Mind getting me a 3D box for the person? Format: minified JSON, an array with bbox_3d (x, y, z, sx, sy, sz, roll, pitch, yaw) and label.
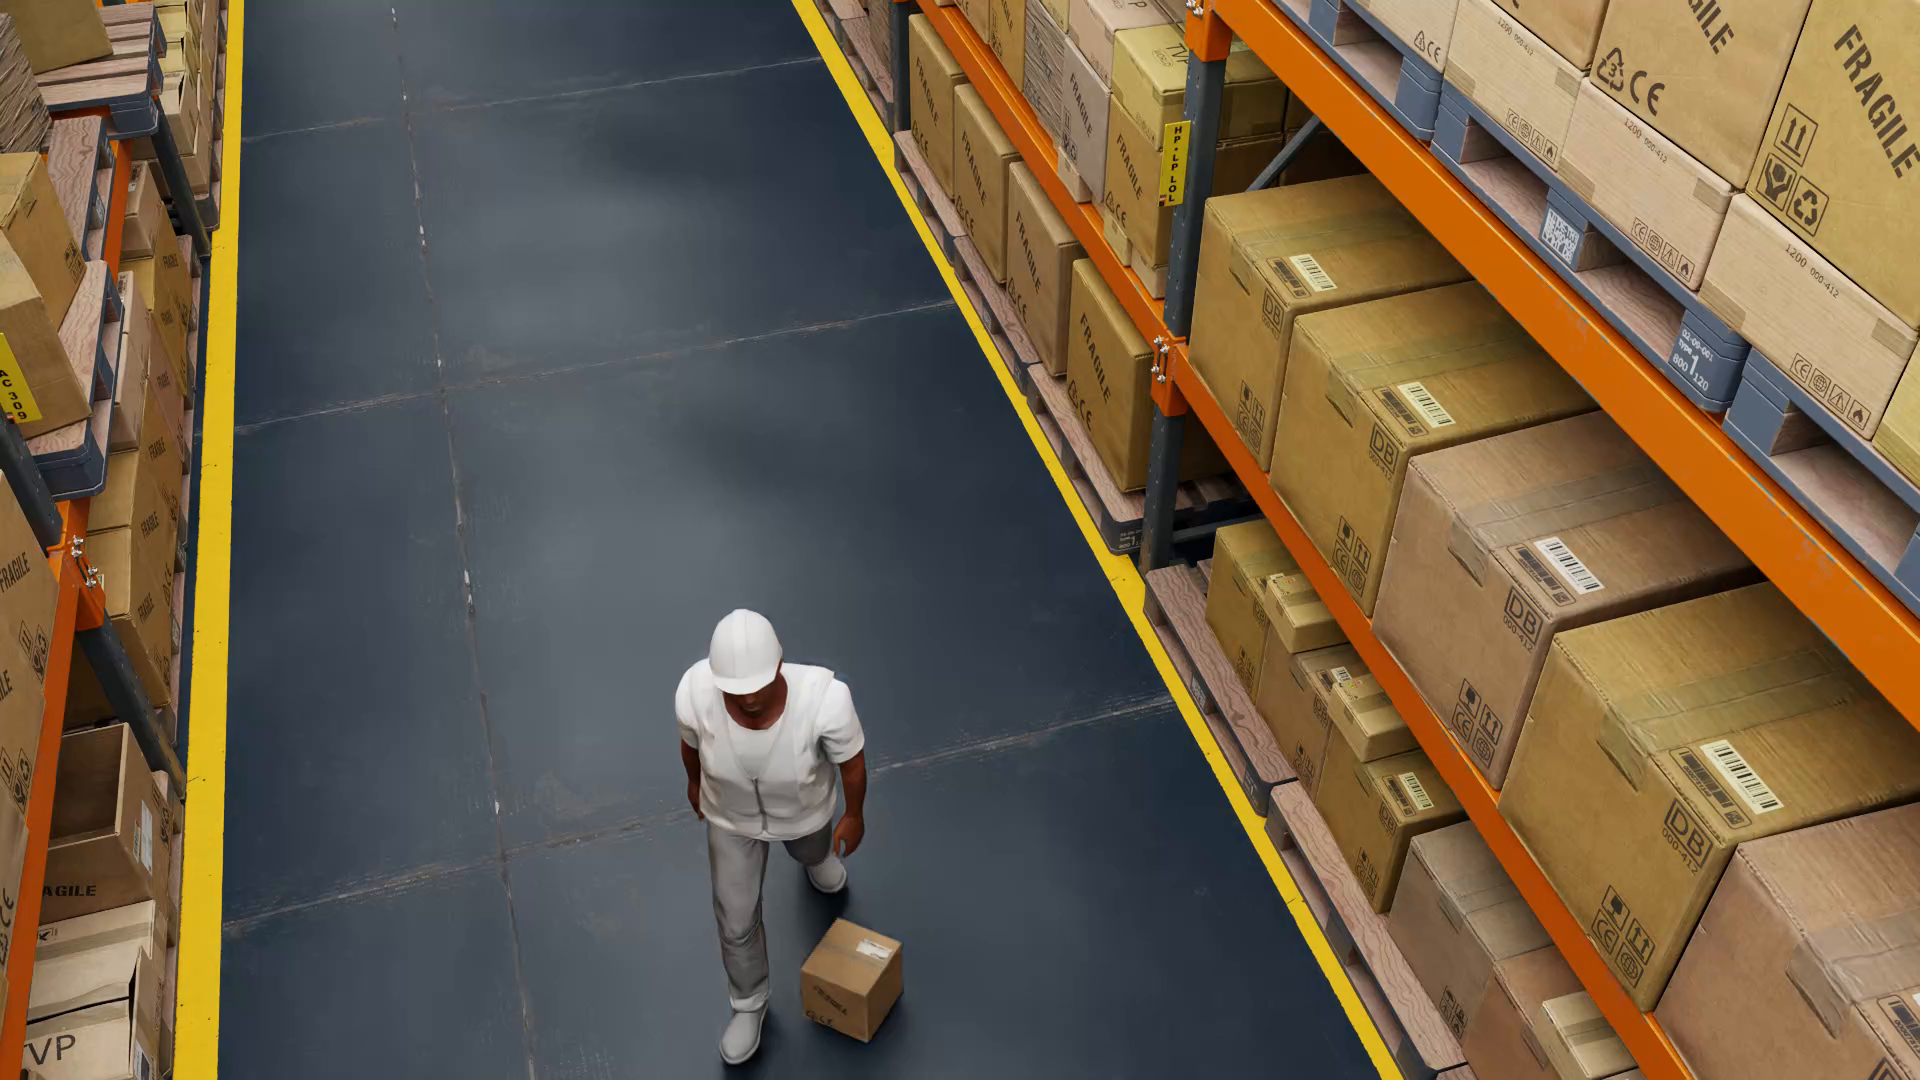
[{"bbox_3d":[-0.584,0.813,5.259,0.593,1.727,0.944,-1,42,-1],"label":"person"}]
